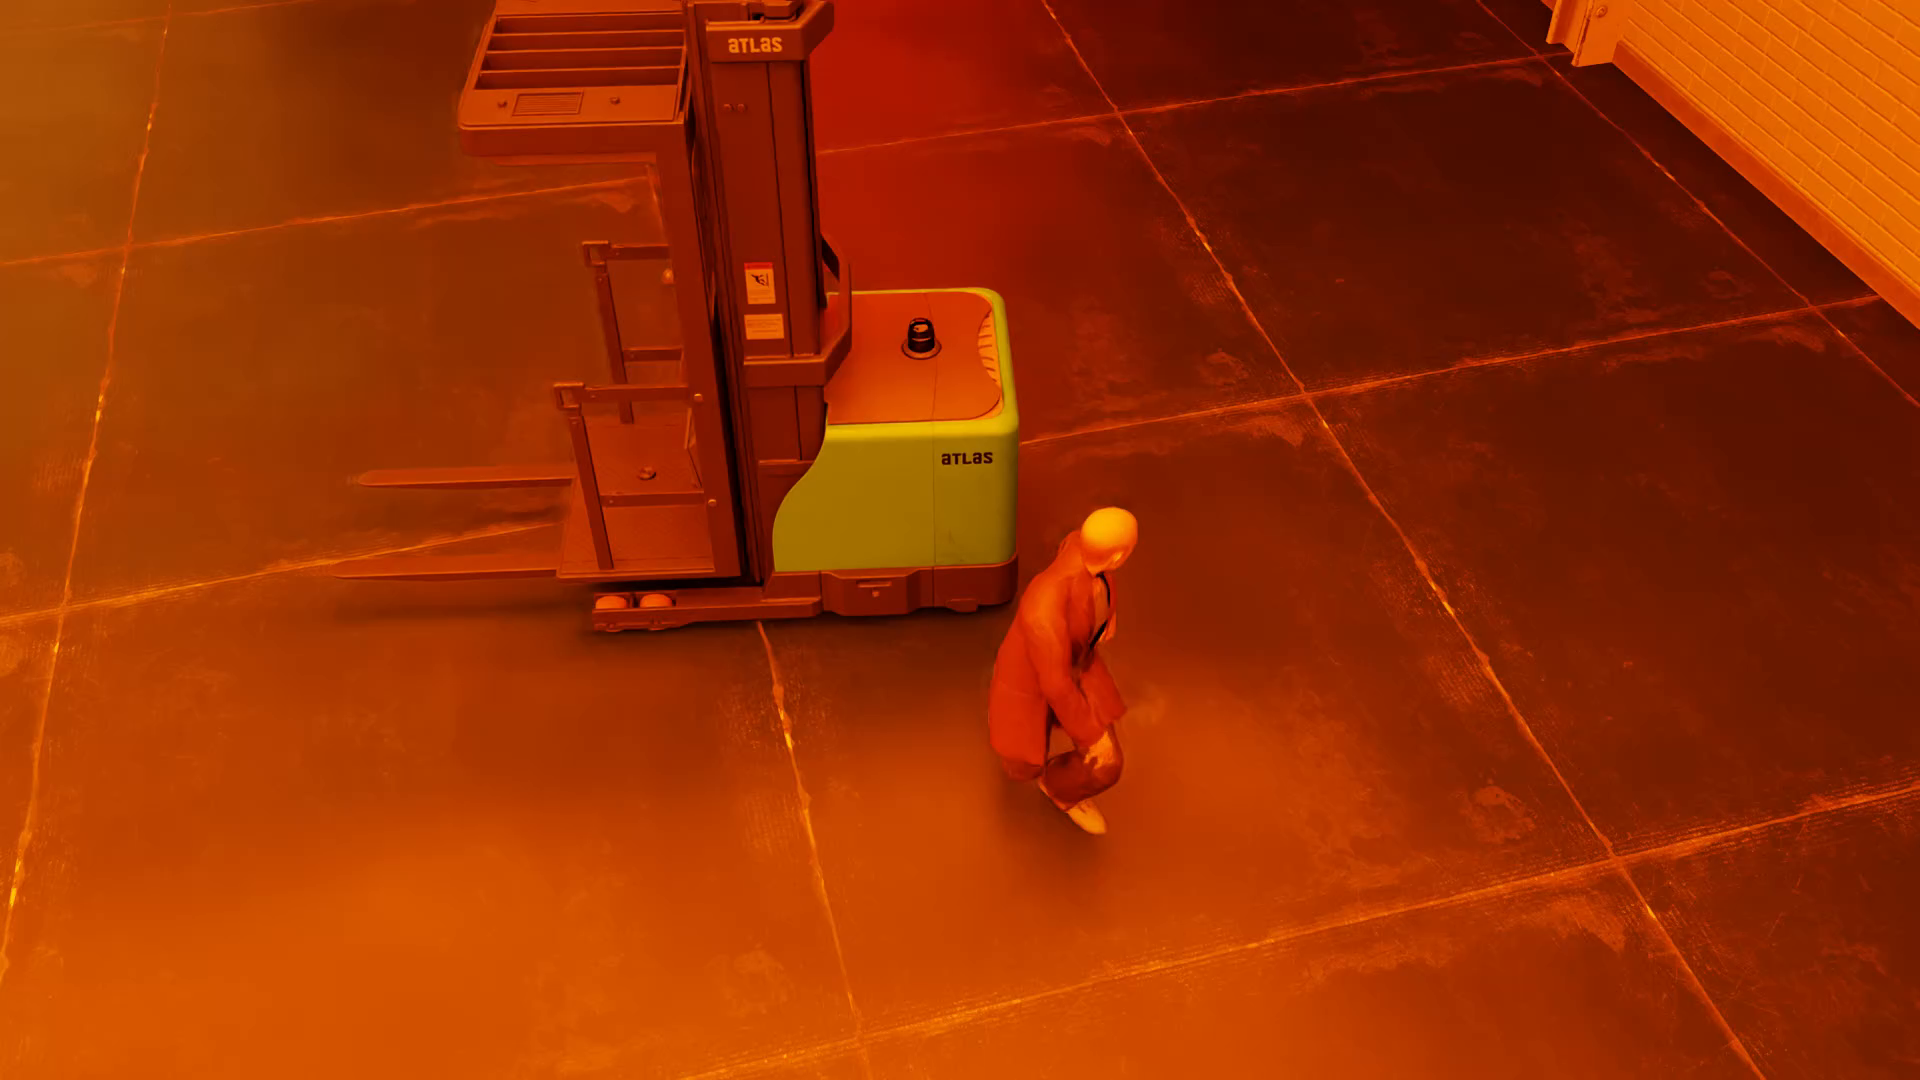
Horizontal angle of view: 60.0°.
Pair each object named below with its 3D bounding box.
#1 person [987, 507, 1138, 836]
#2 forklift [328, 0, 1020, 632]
[{"bbox_3d":[0.397,0.432,6.230,0.712,1.552,0.864,-26,49,-25],"label":"person"},{"bbox_3d":[-1.278,-1.034,6.740,3.031,2.935,1.130,-2,43,-2],"label":"forklift"}]
